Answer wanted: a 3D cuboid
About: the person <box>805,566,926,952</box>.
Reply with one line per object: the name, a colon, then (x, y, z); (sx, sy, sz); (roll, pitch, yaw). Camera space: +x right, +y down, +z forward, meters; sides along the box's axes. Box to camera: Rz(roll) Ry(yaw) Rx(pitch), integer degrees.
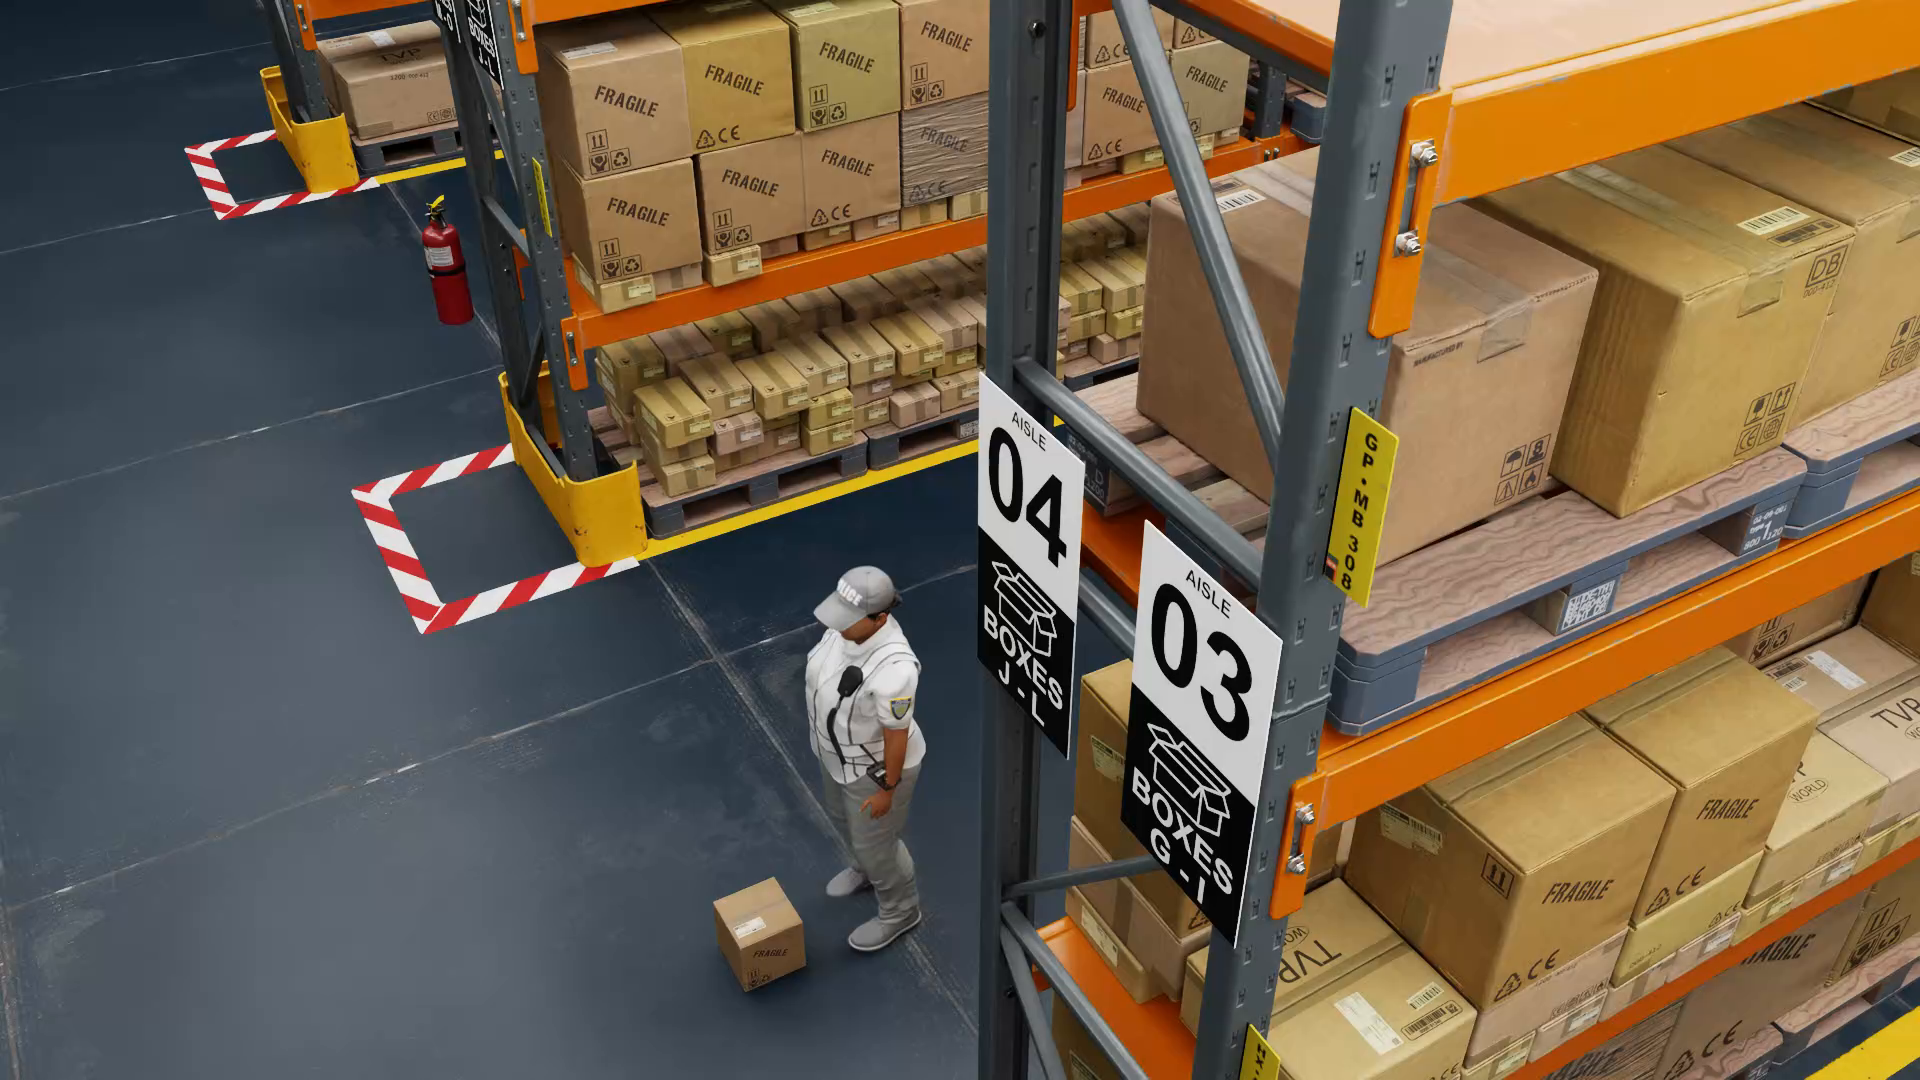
person: (-0.335, 0.780, 5.917); (0.390, 1.684, 0.468); (-18, 41, -23)
